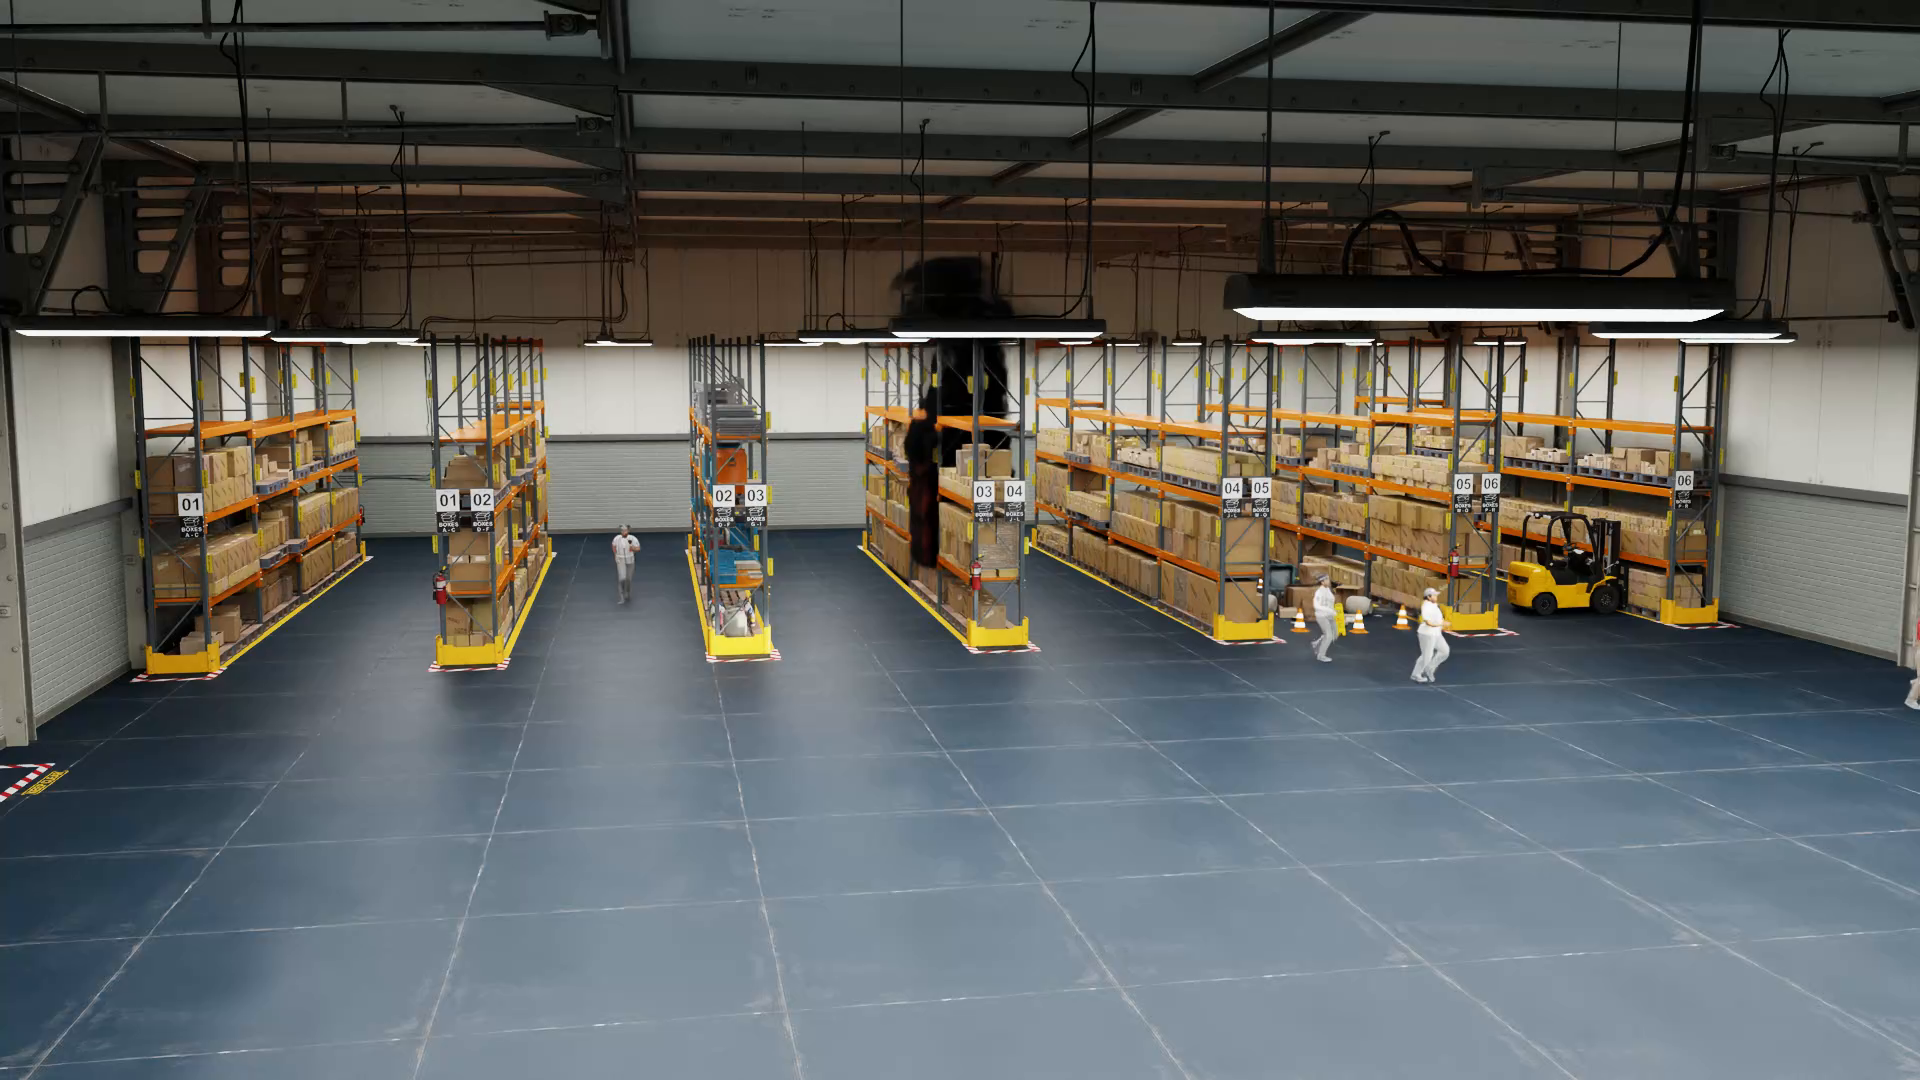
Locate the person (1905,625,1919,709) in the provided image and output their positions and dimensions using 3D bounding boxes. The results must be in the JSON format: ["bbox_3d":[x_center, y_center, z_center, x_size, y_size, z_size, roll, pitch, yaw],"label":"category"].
[{"bbox_3d":[15.480,1.867,26.443,0.688,1.688,0.718,-3,7,-25],"label":"person"}]

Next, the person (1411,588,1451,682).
[{"bbox_3d":[8.098,1.639,28.535,0.652,1.651,0.582,5,8,35],"label":"person"}]

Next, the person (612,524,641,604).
[{"bbox_3d":[-7.562,0.543,37.745,0.626,1.863,0.800,-2,7,-13],"label":"person"}]

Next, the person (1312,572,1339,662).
[{"bbox_3d":[6.717,1.409,30.557,0.566,1.645,0.610,5,8,36],"label":"person"}]
